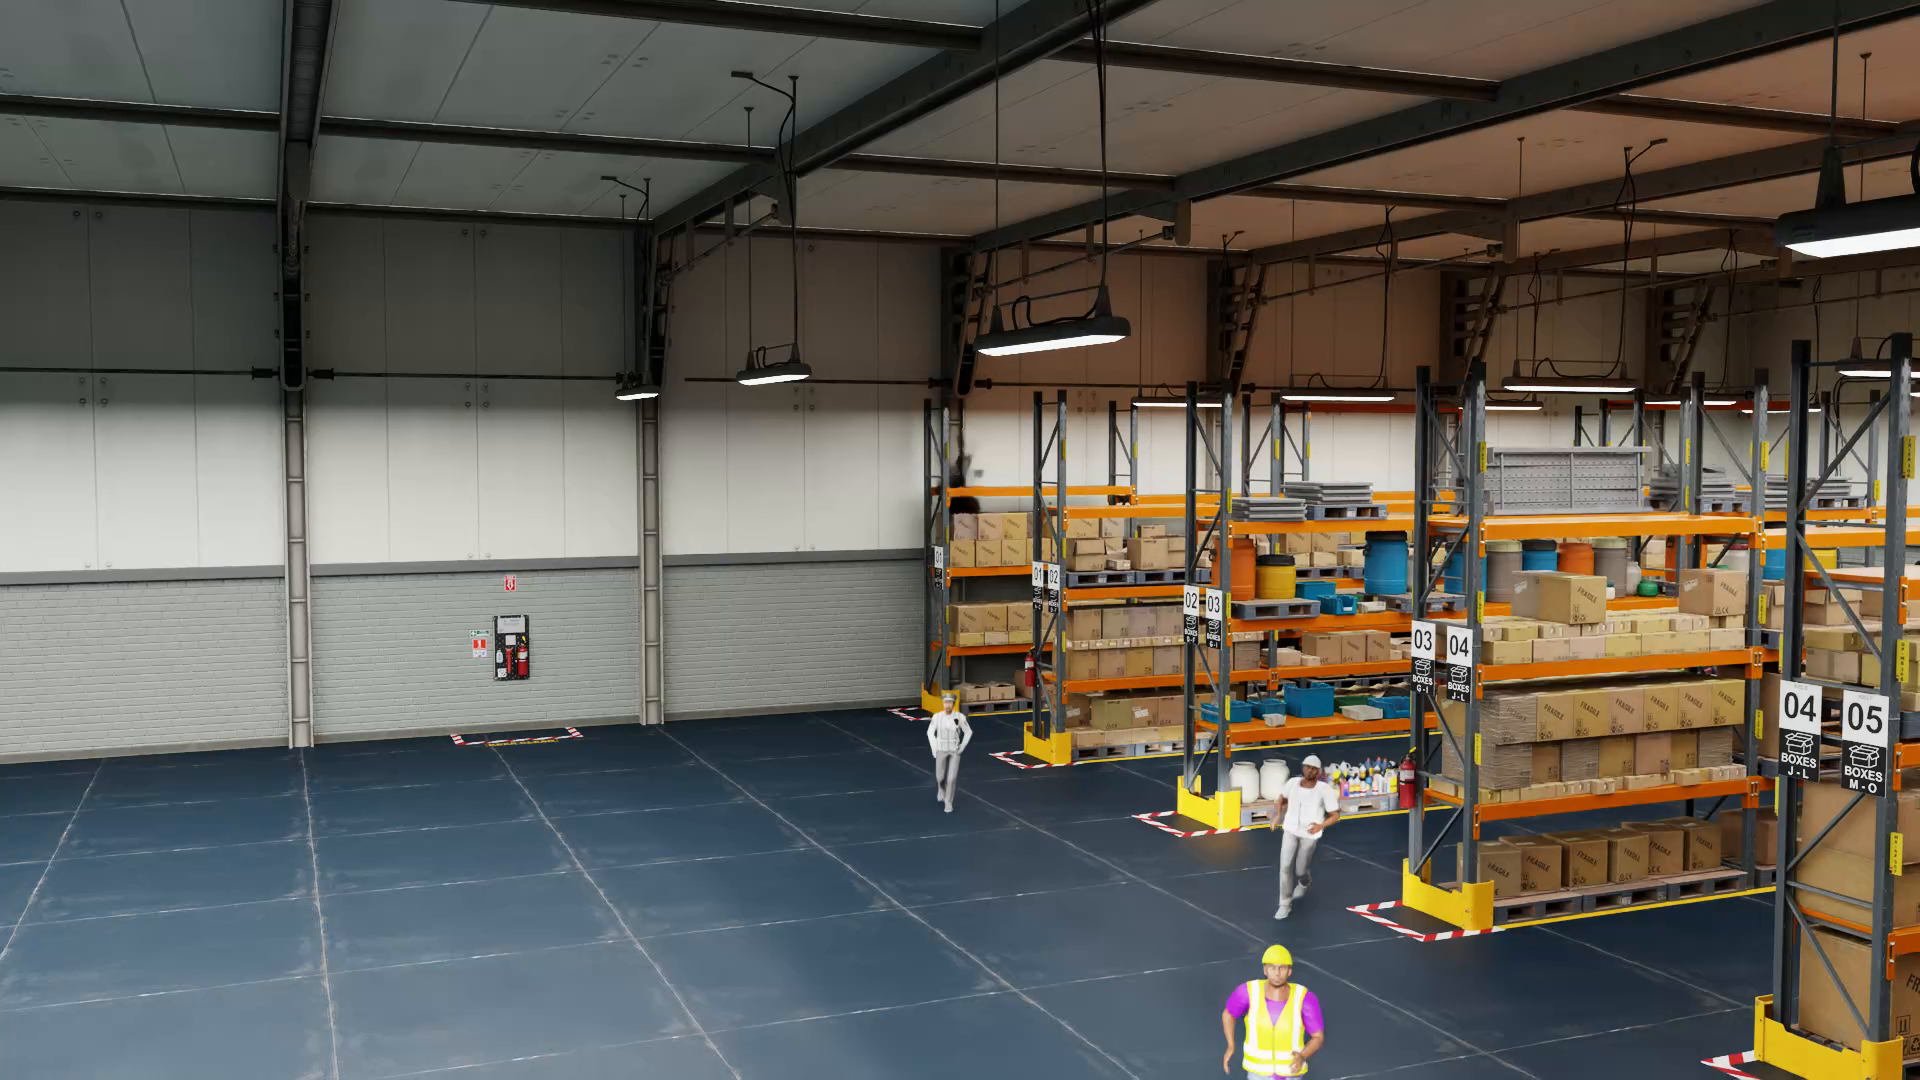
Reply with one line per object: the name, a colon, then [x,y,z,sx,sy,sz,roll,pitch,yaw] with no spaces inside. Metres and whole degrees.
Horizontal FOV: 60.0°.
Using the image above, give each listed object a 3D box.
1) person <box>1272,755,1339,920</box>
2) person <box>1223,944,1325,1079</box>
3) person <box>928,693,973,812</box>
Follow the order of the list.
person: [3.761,3.227,18.223,0.750,1.748,0.819,2,4,30]
person: [2.138,3.628,11.349,0.695,1.719,0.583,1,3,10]
person: [-0.140,2.964,23.410,0.638,1.670,0.548,0,3,2]
